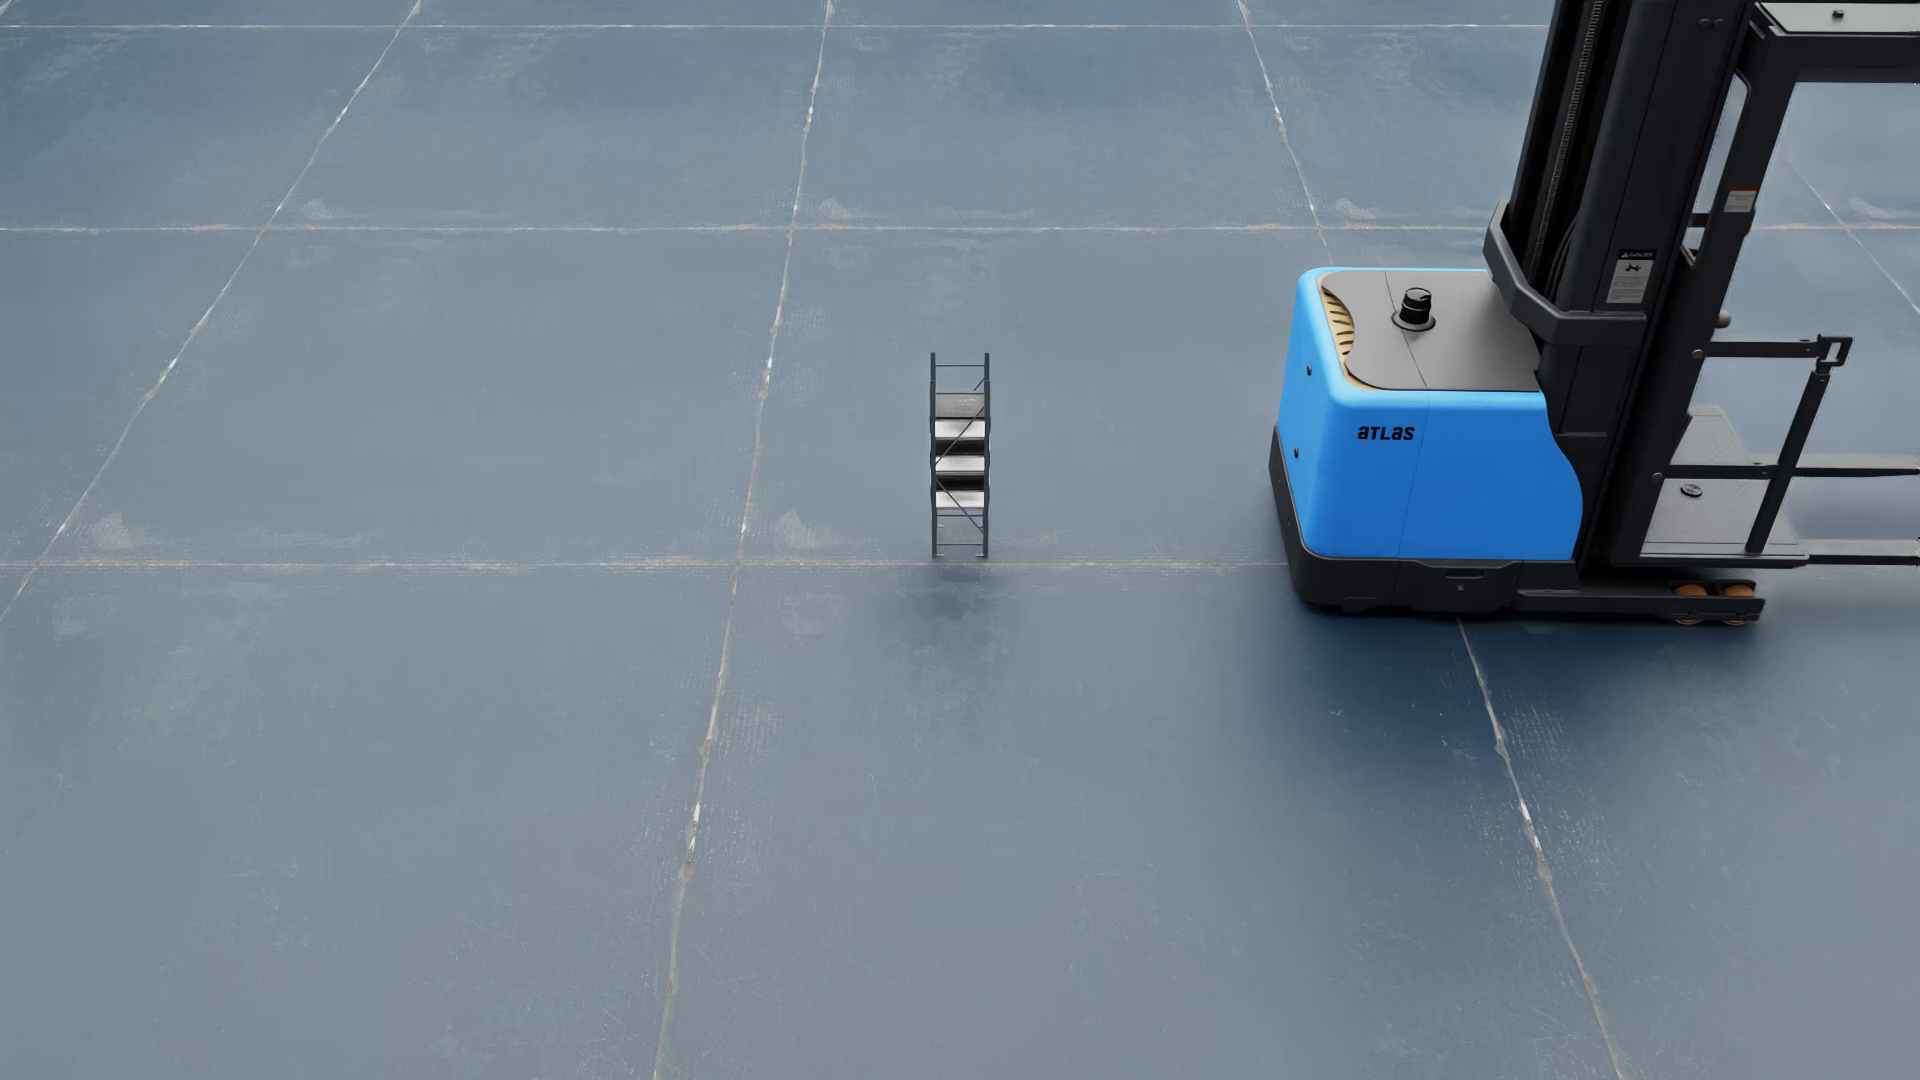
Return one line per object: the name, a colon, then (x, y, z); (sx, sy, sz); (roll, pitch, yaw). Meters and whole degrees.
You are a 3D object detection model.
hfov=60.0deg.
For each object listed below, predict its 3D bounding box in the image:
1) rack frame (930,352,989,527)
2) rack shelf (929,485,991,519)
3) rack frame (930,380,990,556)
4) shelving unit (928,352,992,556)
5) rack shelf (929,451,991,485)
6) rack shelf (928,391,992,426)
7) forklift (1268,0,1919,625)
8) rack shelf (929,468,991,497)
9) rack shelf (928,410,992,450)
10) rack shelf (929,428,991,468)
rack frame: (0.000, -0.410, 7.042); (0.240, 0.900, 0.006); (0, 39, 0)
rack shelf: (0.000, -0.180, 7.096); (0.258, 0.077, 0.200); (0, 39, 0)
rack frame: (0.000, -0.282, 6.883); (0.240, 0.900, 0.006); (0, 39, 0)
shelving unit: (0.000, -0.346, 6.962); (0.258, 0.900, 0.210); (0, 39, 0)
rack shelf: (0.000, -0.320, 6.983); (0.258, 0.077, 0.200); (0, 39, 0)
rack shelf: (0.000, -0.531, 6.814); (0.258, 0.077, 0.200); (0, 39, 0)
forklift: (2.905, -1.133, 6.321); (3.031, 2.935, 1.130); (1, 39, 1)
rack shelf: (0.000, -0.250, 7.039); (0.258, 0.077, 0.200); (0, 39, 0)
rack shelf: (0.000, -0.461, 6.871); (0.258, 0.077, 0.200); (0, 39, 0)
rack shelf: (0.000, -0.390, 6.927); (0.258, 0.077, 0.200); (0, 39, 0)
